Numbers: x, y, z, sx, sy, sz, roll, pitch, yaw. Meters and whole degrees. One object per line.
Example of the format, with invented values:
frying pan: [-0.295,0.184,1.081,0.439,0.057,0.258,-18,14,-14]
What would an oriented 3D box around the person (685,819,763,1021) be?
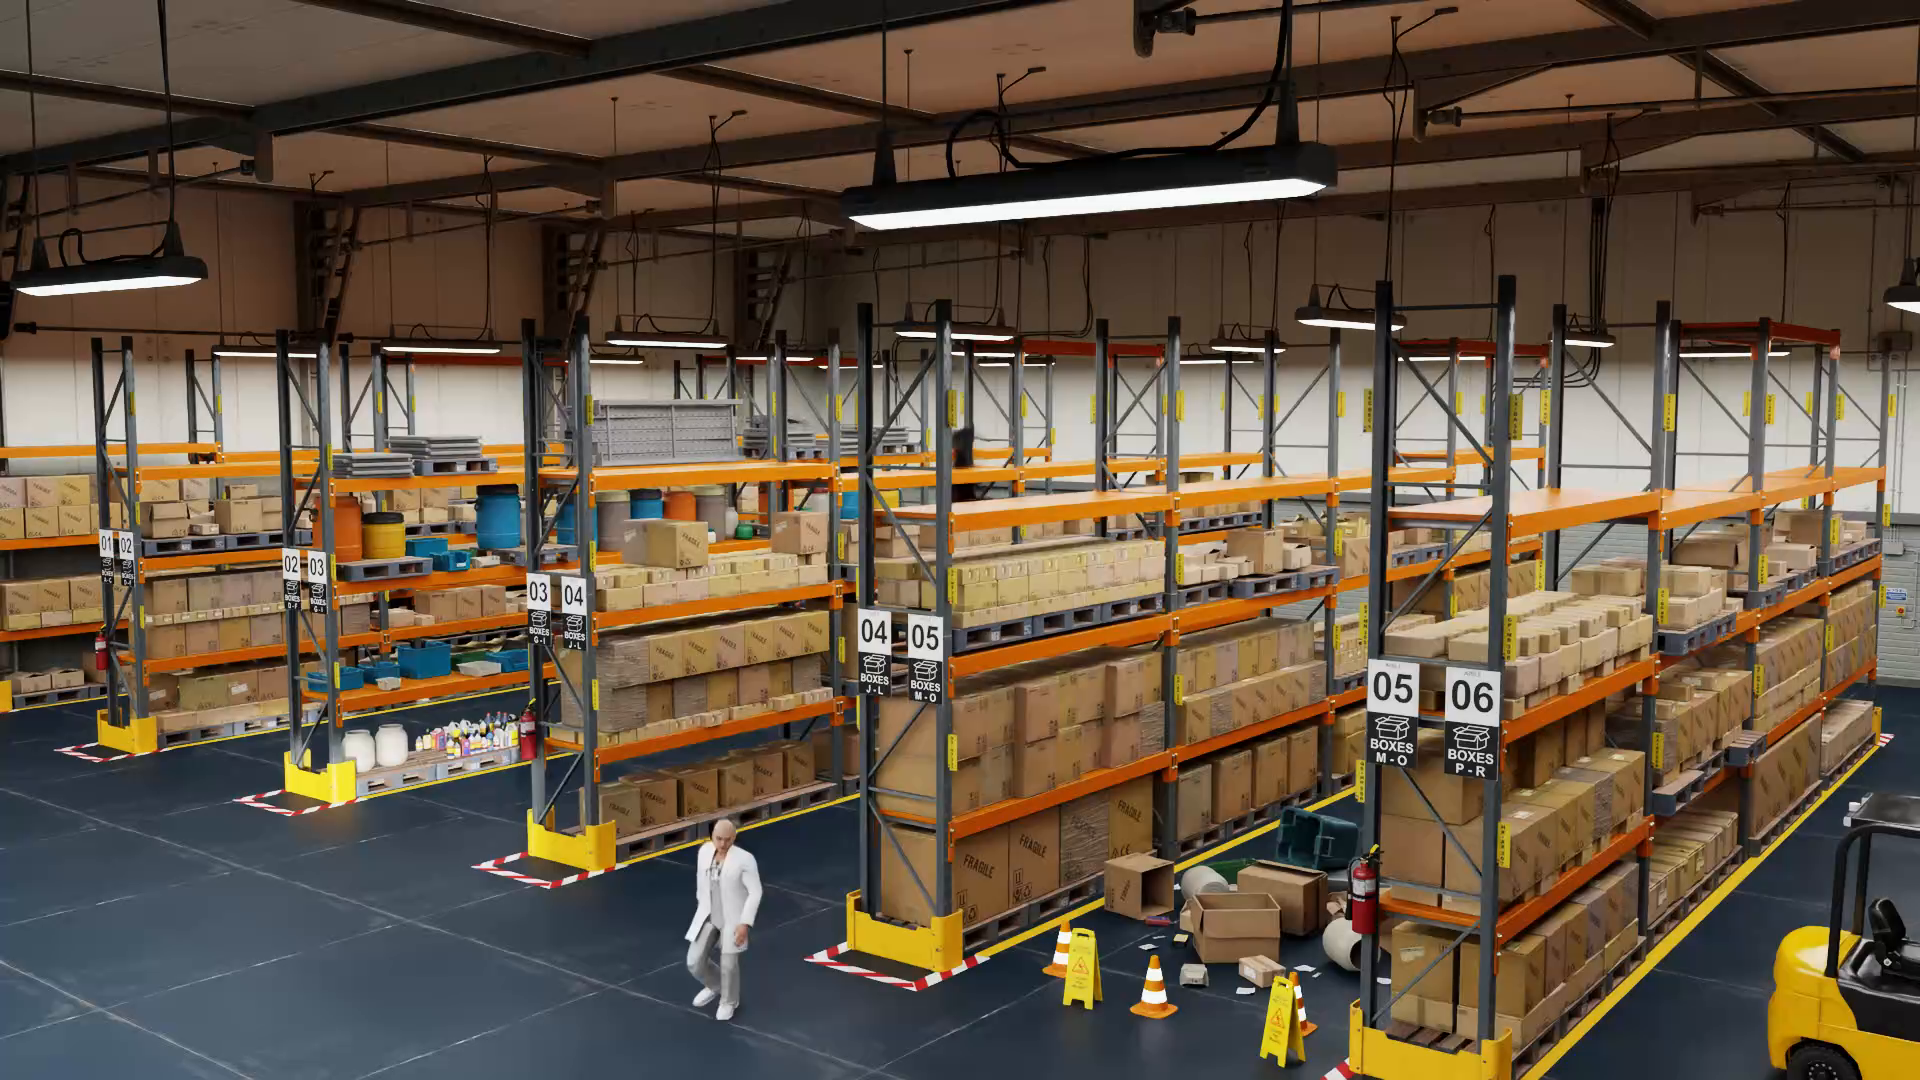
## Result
person: [-1.921,3.116,13.646,0.689,1.738,0.707,1,5,13]
